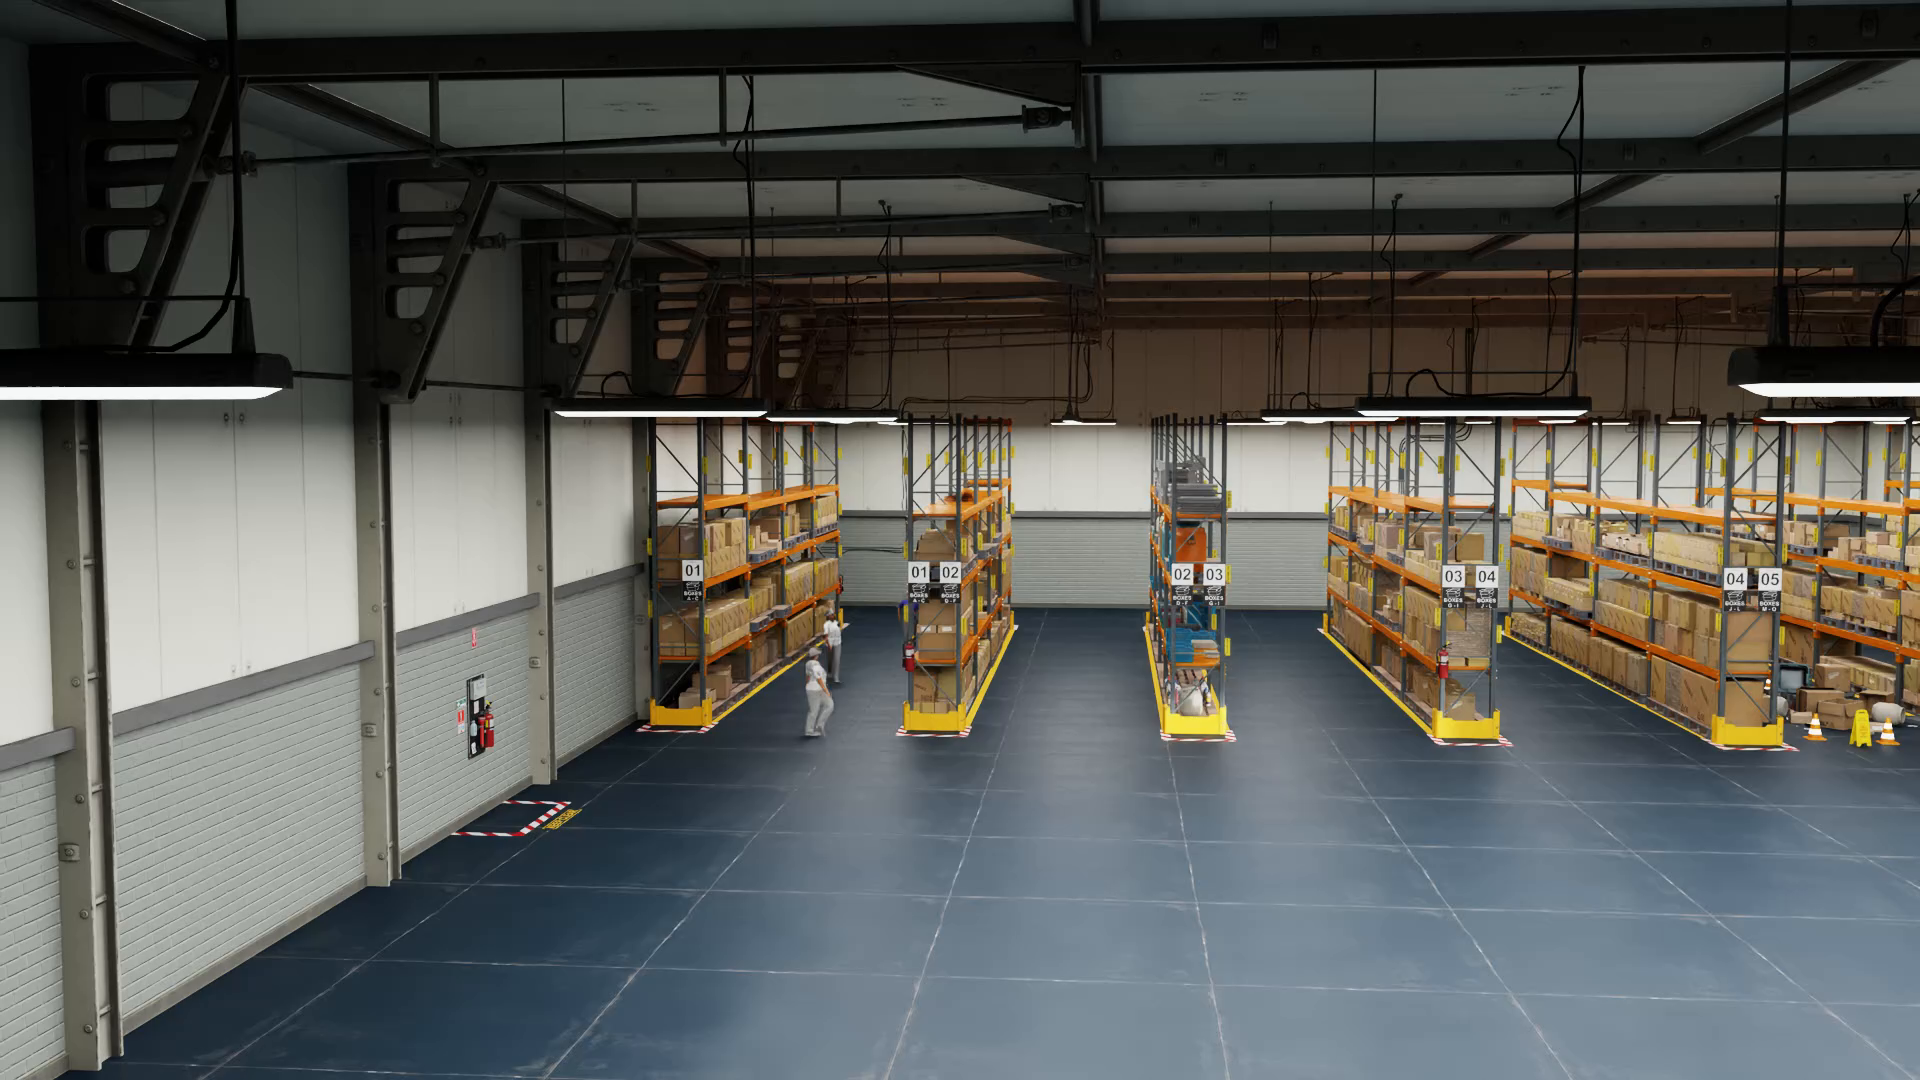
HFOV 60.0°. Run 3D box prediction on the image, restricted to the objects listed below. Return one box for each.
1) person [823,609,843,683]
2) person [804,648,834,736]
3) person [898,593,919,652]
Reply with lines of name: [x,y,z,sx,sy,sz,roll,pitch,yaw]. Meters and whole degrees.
person: [-2.866,2.376,37.565,0.447,1.644,0.964,0,4,-2]
person: [-2.629,2.829,30.803,0.535,1.683,0.506,1,4,15]
person: [-1.274,2.073,41.719,0.628,1.606,1.028,0,4,6]
